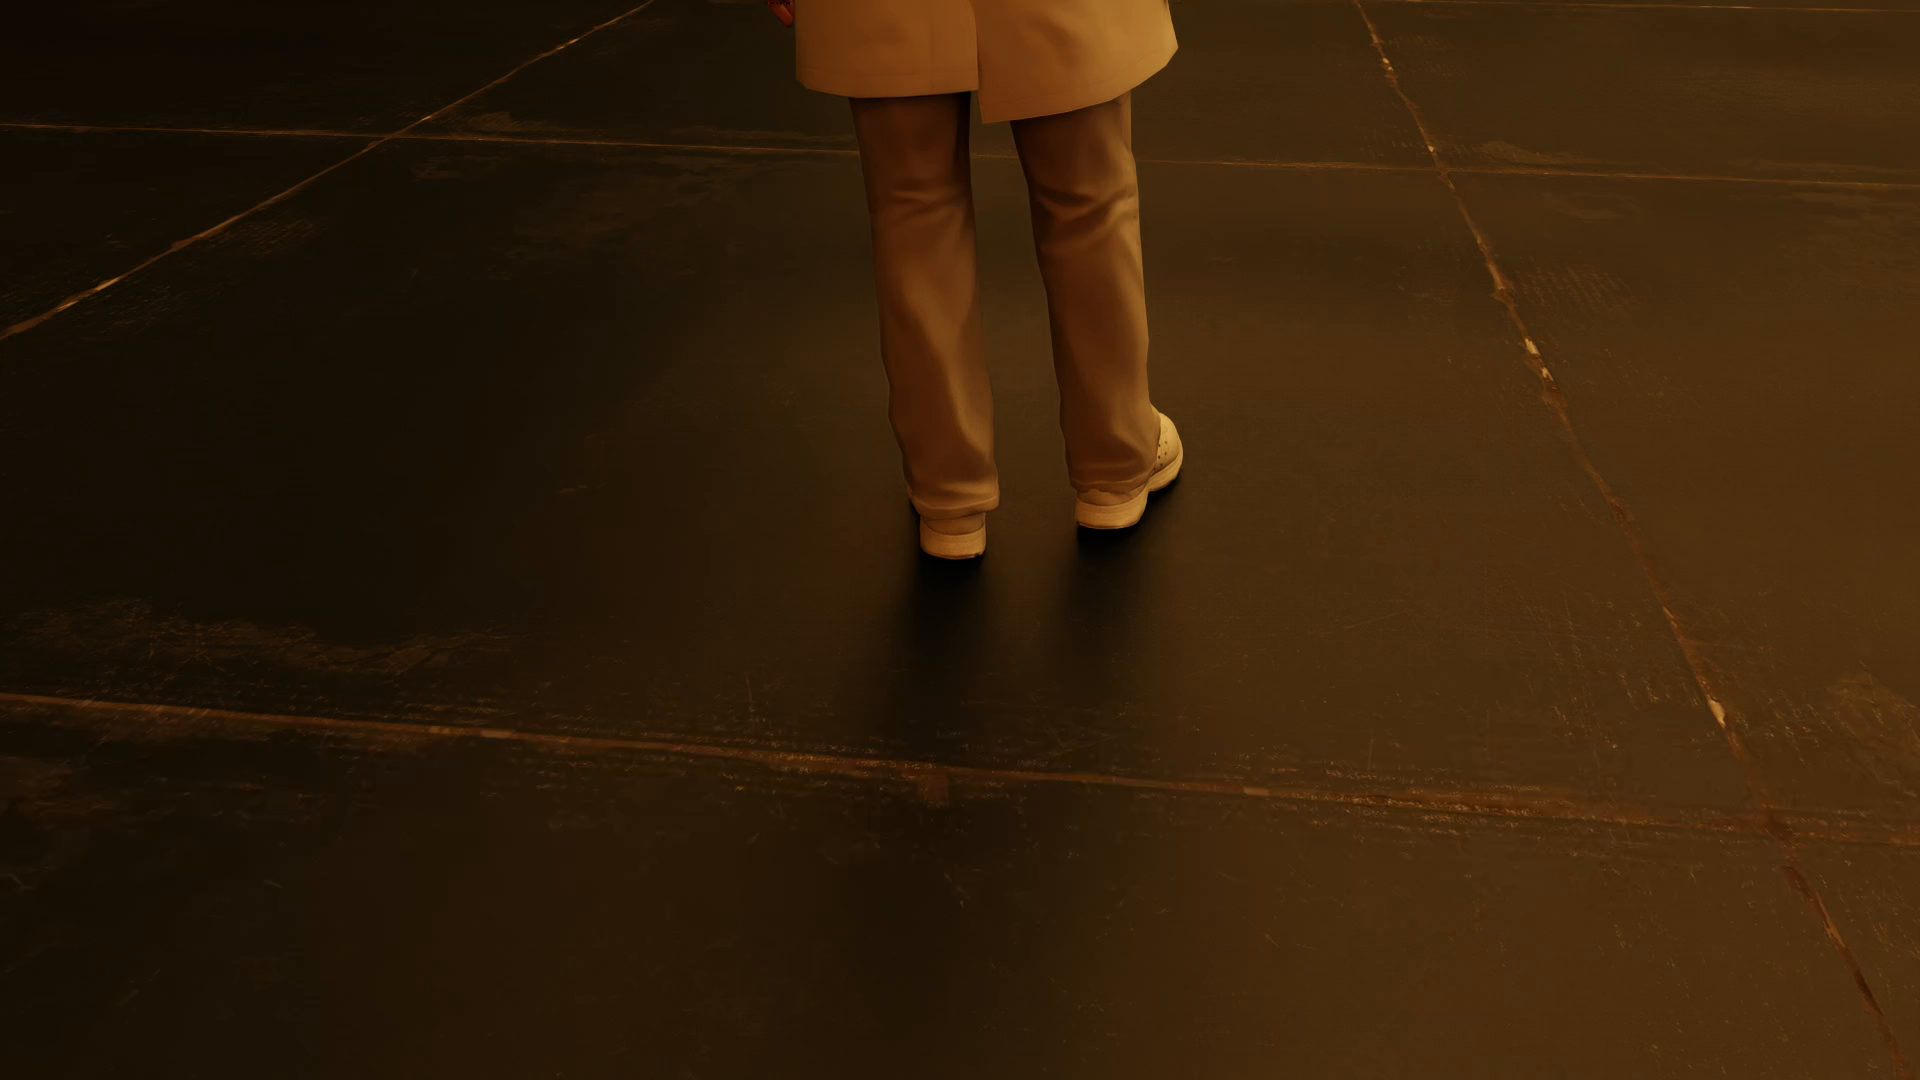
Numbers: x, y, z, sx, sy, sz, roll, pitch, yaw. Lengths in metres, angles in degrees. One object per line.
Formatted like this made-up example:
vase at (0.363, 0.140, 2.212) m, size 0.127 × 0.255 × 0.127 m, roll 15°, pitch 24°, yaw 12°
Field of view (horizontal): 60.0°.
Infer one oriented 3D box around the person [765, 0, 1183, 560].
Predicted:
person at (0.016, -0.842, 2.181) m, size 0.696 × 1.778 × 0.578 m, roll 3°, pitch 27°, yaw 7°
